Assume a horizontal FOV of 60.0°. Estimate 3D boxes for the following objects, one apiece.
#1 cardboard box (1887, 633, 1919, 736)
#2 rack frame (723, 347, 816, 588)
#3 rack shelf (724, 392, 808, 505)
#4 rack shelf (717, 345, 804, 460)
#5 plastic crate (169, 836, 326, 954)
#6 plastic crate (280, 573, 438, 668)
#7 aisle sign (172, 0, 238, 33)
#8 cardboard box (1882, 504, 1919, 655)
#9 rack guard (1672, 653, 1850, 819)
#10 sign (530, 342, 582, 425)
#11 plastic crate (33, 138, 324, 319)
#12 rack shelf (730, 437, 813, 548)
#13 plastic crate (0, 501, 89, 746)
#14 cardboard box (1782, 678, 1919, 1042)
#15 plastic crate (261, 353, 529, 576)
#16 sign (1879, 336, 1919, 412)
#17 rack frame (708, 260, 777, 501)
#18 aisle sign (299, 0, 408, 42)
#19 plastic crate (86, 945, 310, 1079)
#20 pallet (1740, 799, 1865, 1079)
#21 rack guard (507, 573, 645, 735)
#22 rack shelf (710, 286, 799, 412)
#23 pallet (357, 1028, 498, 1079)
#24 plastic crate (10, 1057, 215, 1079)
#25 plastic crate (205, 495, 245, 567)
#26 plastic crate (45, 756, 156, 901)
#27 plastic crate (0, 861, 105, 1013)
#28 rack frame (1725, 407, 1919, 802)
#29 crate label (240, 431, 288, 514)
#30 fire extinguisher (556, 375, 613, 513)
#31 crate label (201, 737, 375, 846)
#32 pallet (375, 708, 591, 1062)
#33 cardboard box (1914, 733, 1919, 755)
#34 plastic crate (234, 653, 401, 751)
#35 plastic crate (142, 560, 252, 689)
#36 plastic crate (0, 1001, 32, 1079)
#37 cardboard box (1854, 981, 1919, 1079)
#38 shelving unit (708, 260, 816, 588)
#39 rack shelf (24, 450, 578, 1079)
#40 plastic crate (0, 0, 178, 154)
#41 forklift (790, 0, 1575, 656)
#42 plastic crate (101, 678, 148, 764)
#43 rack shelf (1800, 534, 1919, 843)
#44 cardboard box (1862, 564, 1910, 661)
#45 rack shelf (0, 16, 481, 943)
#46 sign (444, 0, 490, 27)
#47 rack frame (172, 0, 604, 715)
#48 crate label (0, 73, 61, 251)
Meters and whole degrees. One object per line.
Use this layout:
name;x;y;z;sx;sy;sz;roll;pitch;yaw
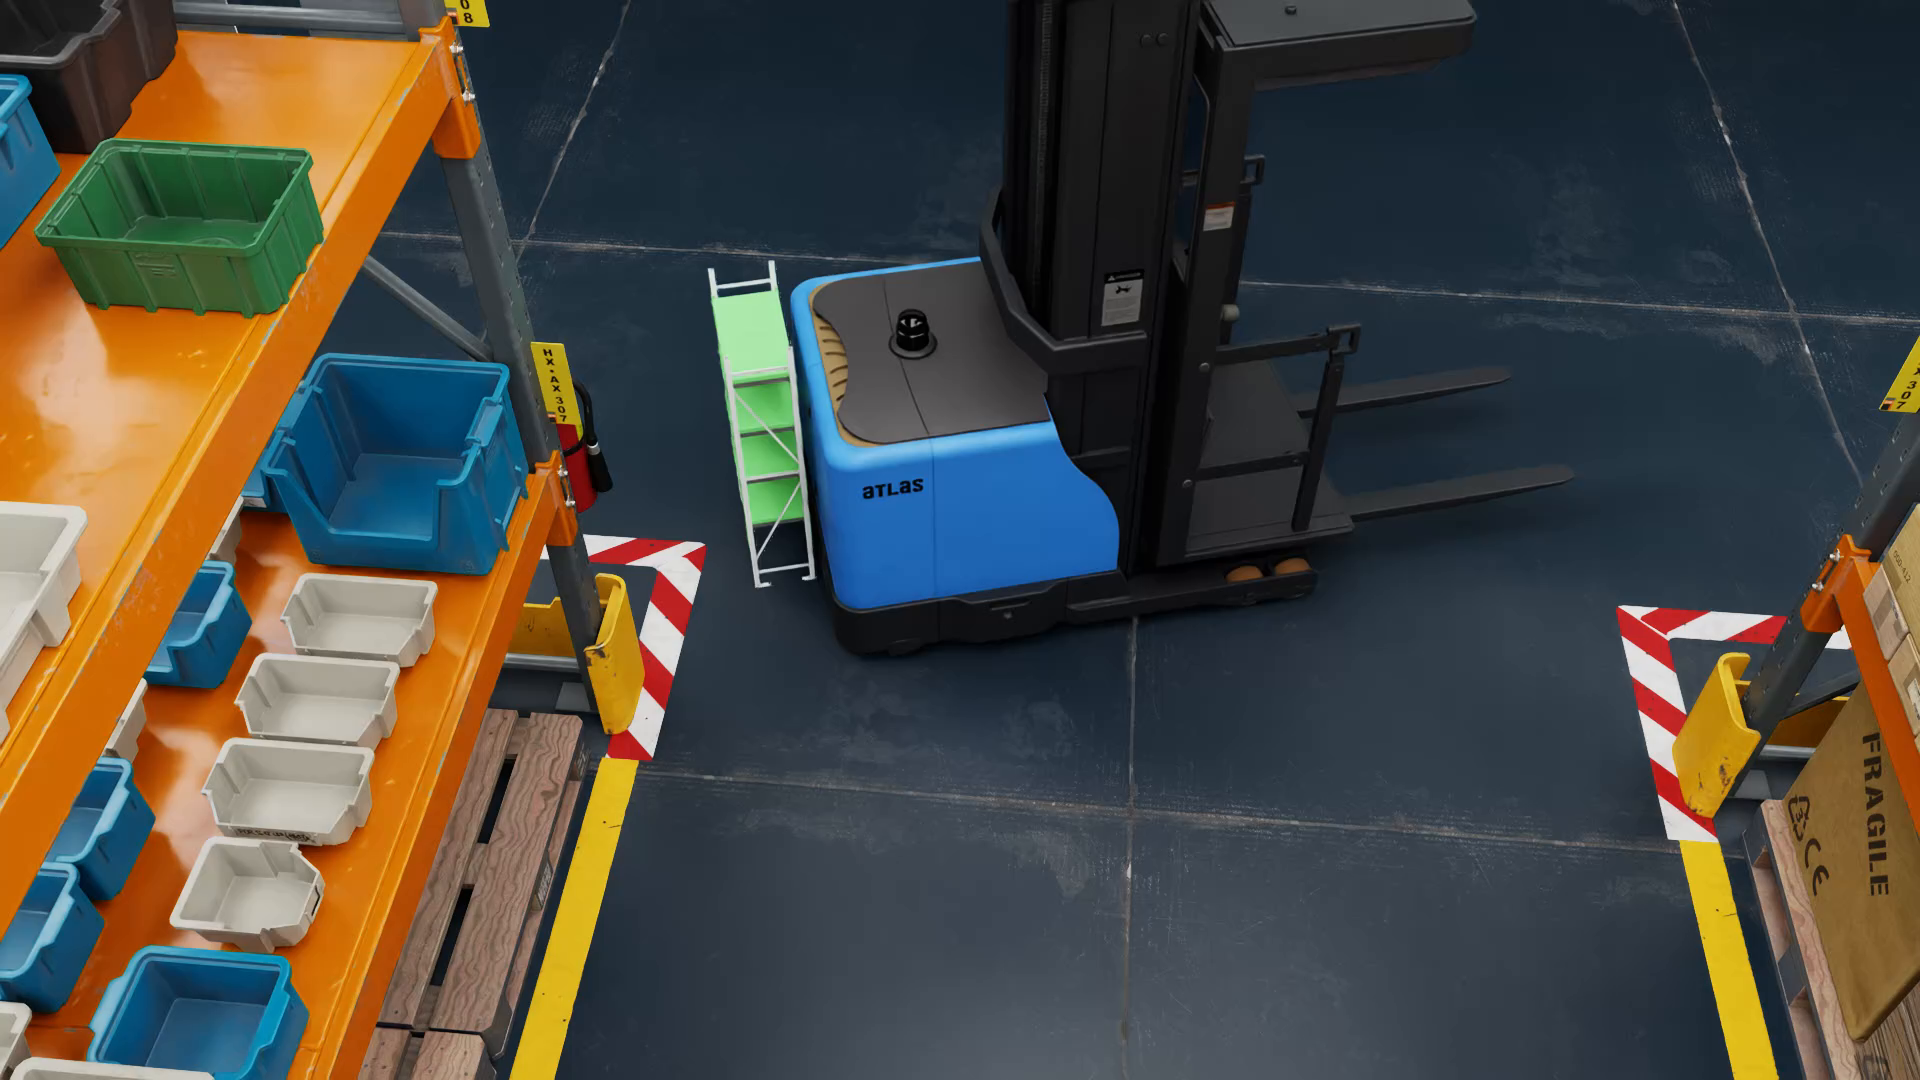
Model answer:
cardboard box;2.777;0.404;4.518;0.380;0.149;0.250;3;48;3
rack frame;-0.693;-0.237;6.154;0.240;1.200;0.015;-9;48;-8
rack shelf;-0.743;-0.370;6.362;0.258;0.148;0.480;-9;48;-8
rack shelf;-0.743;-0.532;6.185;0.258;0.148;0.480;-9;48;-8
plastic crate;-1.716;0.876;4.054;0.298;0.136;0.250;4;48;4
plastic crate;-1.666;0.239;4.637;0.396;0.136;0.243;4;48;4
aisle sign;-2.061;-1.392;4.228;0.394;0.787;0.004;4;48;4
cardboard box;2.848;0.176;4.456;0.500;0.250;0.500;3;48;2
rack guard;3.163;0.718;5.755;1.175;0.500;0.348;4;48;4
sign;-1.223;-0.471;5.038;0.100;0.325;0.005;4;48;4
plastic crate;-1.578;-0.638;3.412;0.450;0.188;0.336;4;48;4
rack shelf;-0.743;-0.209;6.539;0.258;0.148;0.480;-9;48;-8
plastic crate;-1.713;0.170;2.707;0.437;0.136;0.530;4;48;4
cardboard box;3.182;0.943;5.010;0.875;0.875;0.875;4;48;4
plastic crate;-1.616;-0.215;4.849;0.616;0.435;0.499;4;48;4
sign;2.608;-0.469;4.506;0.100;0.325;0.005;4;48;4
rack frame;-0.793;-0.590;6.476;0.240;1.200;0.015;-9;48;-8
aisle sign;-1.474;-1.352;4.192;0.394;0.787;0.004;4;48;4
plastic crate;-1.704;1.121;3.765;0.416;0.233;0.300;4;48;4
pallet;3.165;1.426;5.303;1.003;0.211;1.213;4;48;4
rack guard;-1.783;0.384;6.060;1.175;0.500;0.348;4;48;4
rack shelf;-0.744;-0.694;6.008;0.258;0.148;0.480;-9;48;-8
pallet;-2.000;1.997;4.780;1.003;0.211;1.213;4;48;4
plastic crate;-1.814;1.408;3.469;0.437;0.282;0.530;4;48;4
plastic crate;-2.234;0.017;4.840;0.250;0.136;0.298;4;48;4
plastic crate;-2.242;0.722;4.130;0.416;0.233;0.300;4;48;4
plastic crate;-2.270;0.942;3.928;0.416;0.233;0.300;4;48;4
rack frame;3.160;-0.108;4.816;1.000;3.000;0.127;4;48;4
crate label;-2.122;-0.246;5.015;0.416;0.233;0.303;4;48;4
fire extinguisher;-1.306;-0.370;5.361;0.296;0.674;0.183;4;48;4
crate label;-1.708;0.657;4.254;0.396;0.136;0.243;4;48;4
pallet;-1.886;1.103;5.598;1.003;0.211;1.213;4;48;4
cardboard box;2.754;0.592;4.346;0.380;0.149;0.250;3;48;3
plastic crate;-1.707;0.451;4.443;0.396;0.136;0.243;4;48;4
plastic crate;-2.182;0.238;4.573;0.416;0.233;0.300;4;48;4
plastic crate;-2.277;1.267;3.697;0.293;0.136;0.466;4;48;4
cardboard box;3.099;1.611;4.399;0.875;0.875;0.875;4;48;4
shelving unit;-0.743;-0.414;6.315;0.258;1.200;0.503;-9;48;-8
rack shelf;-1.954;1.271;4.042;1.077;0.370;4.000;4;48;4
plastic crate;-2.085;-1.146;3.821;0.497;0.269;0.590;4;48;4
forklift;0.925;-1.106;5.775;3.031;2.935;1.130;-9;48;-8
plastic crate;-2.296;0.515;4.384;0.250;0.136;0.298;4;48;4
rack shelf;2.978;1.604;3.738;1.077;0.370;4.000;4;48;4
cardboard box;2.799;0.215;4.691;0.380;0.149;0.250;4;48;4
rack shelf;-1.954;0.259;2.935;1.077;0.370;4.000;4;48;4
sign;-1.223;-1.393;4.030;0.100;0.325;0.005;4;48;4
rack frame;-1.772;-0.441;5.121;1.000;3.000;0.127;4;48;4
crate label;-2.178;-0.747;3.469;0.408;0.251;0.502;4;48;4
